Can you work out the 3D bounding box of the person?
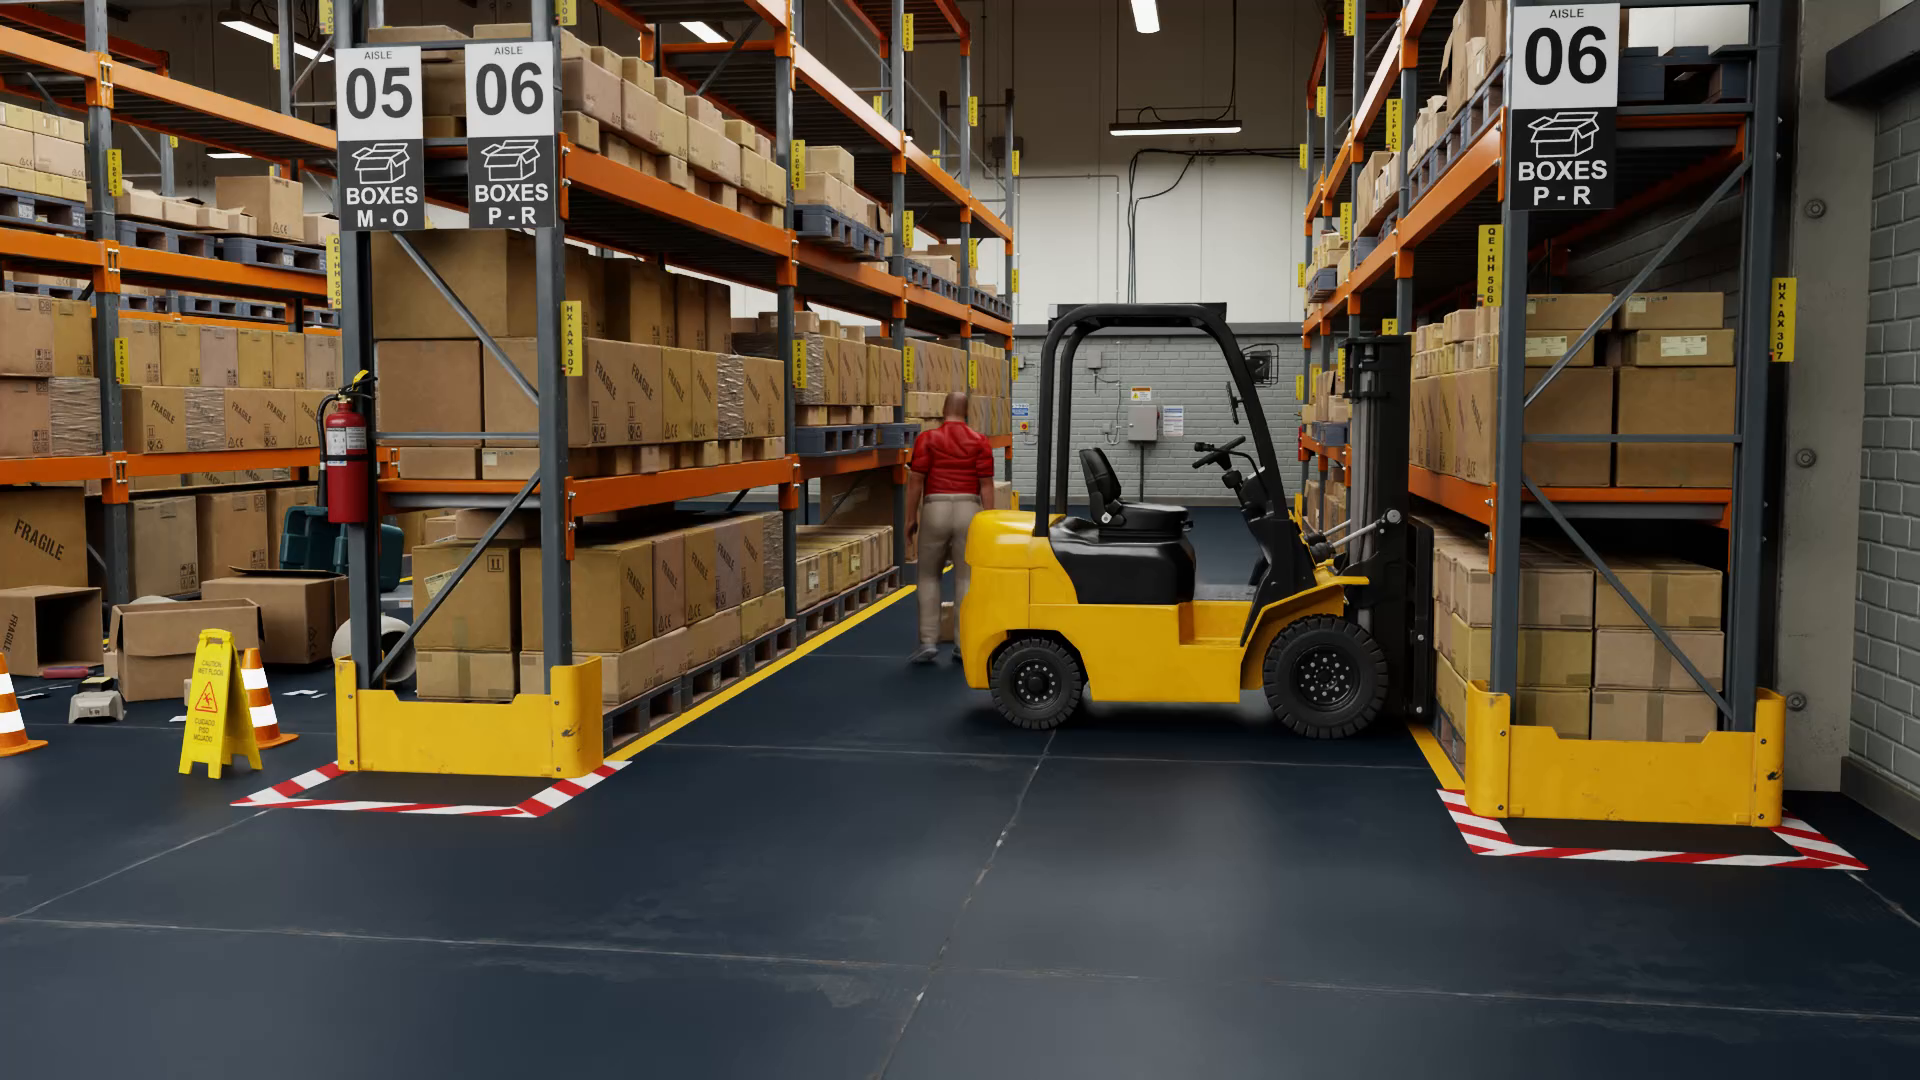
[{"bbox_3d":[-0.066,-0.071,10.802,0.581,1.787,0.378,0,4,-3],"label":"person"}]
